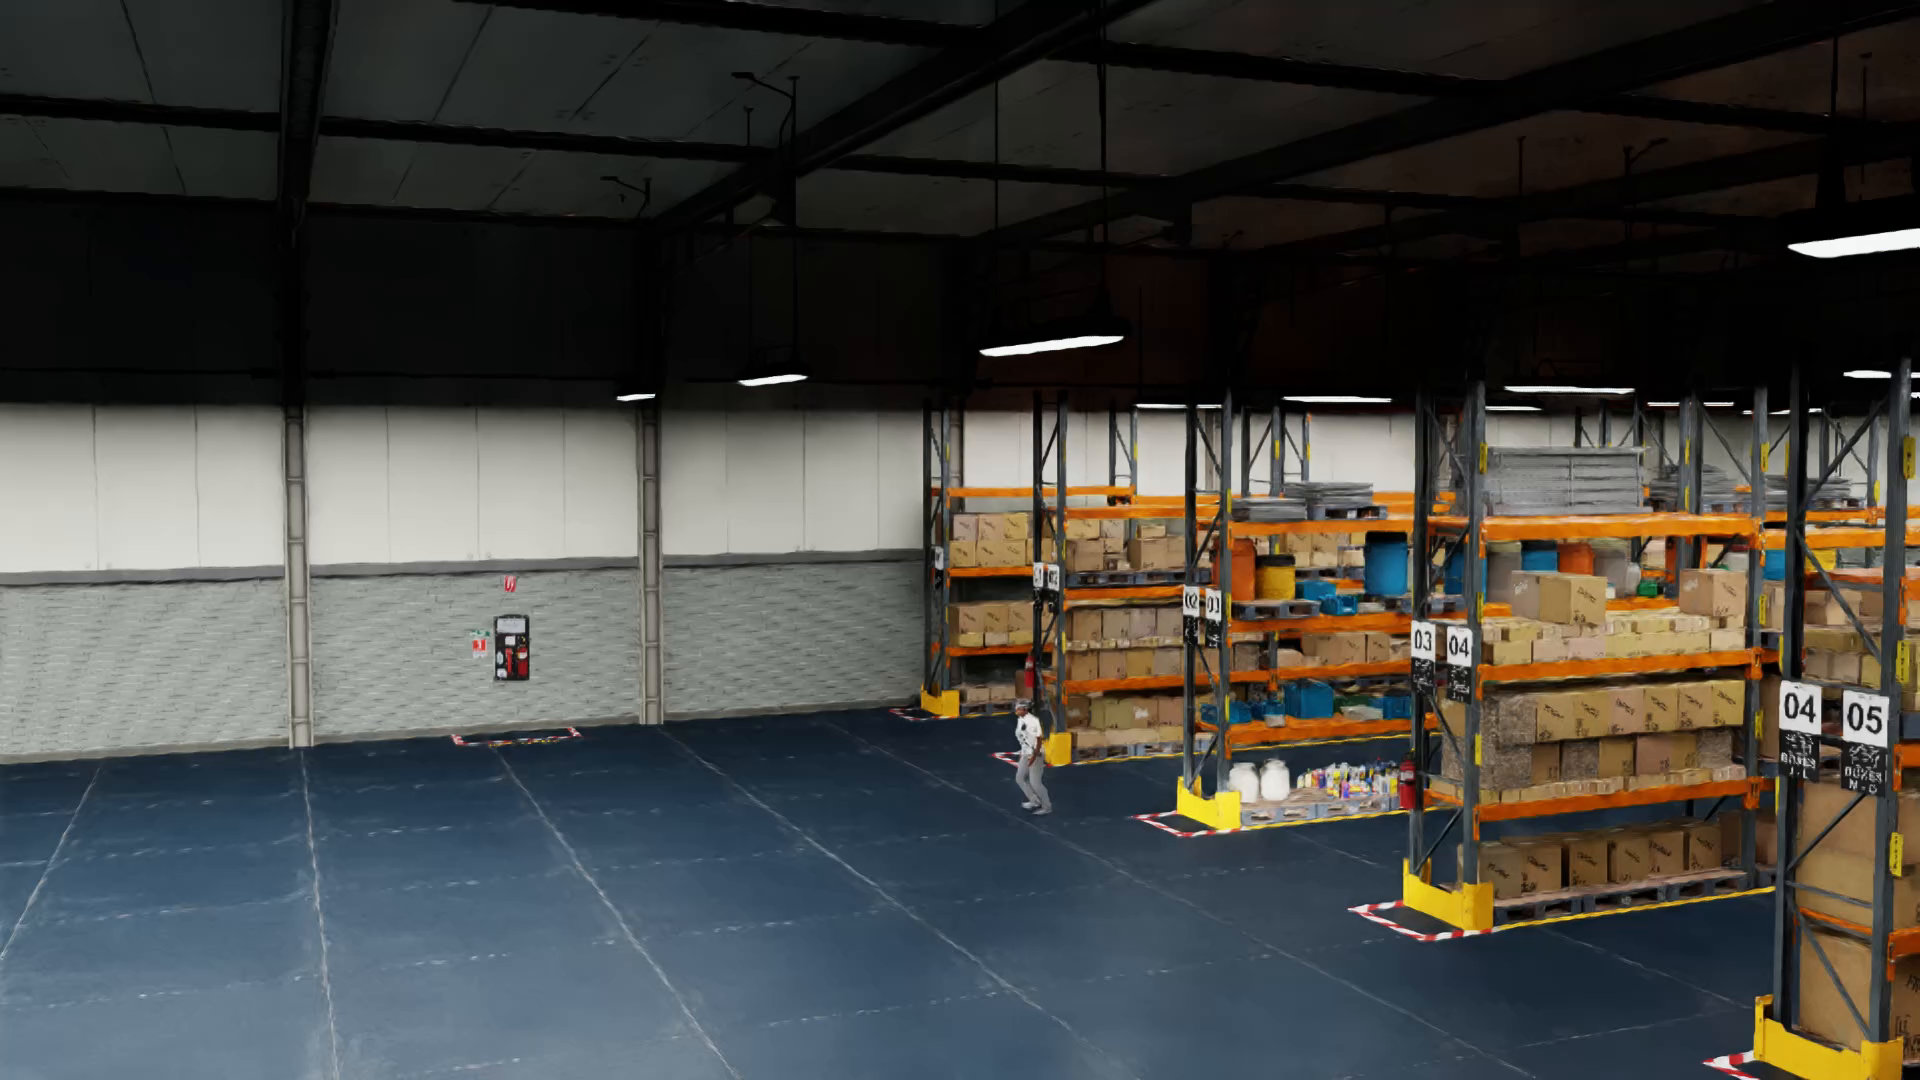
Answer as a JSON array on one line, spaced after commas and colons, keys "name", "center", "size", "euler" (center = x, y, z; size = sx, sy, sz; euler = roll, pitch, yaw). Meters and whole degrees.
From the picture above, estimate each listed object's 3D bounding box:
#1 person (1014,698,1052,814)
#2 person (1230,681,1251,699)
[{"name": "person", "center": [0.997, 2.992, 23.188], "size": [0.526, 1.629, 0.592], "euler": [-2, 4, -24]}, {"name": "person", "center": [5.183, 2.526, 30.768], "size": [0.534, 1.671, 0.677], "euler": [-2, 4, -25]}]
